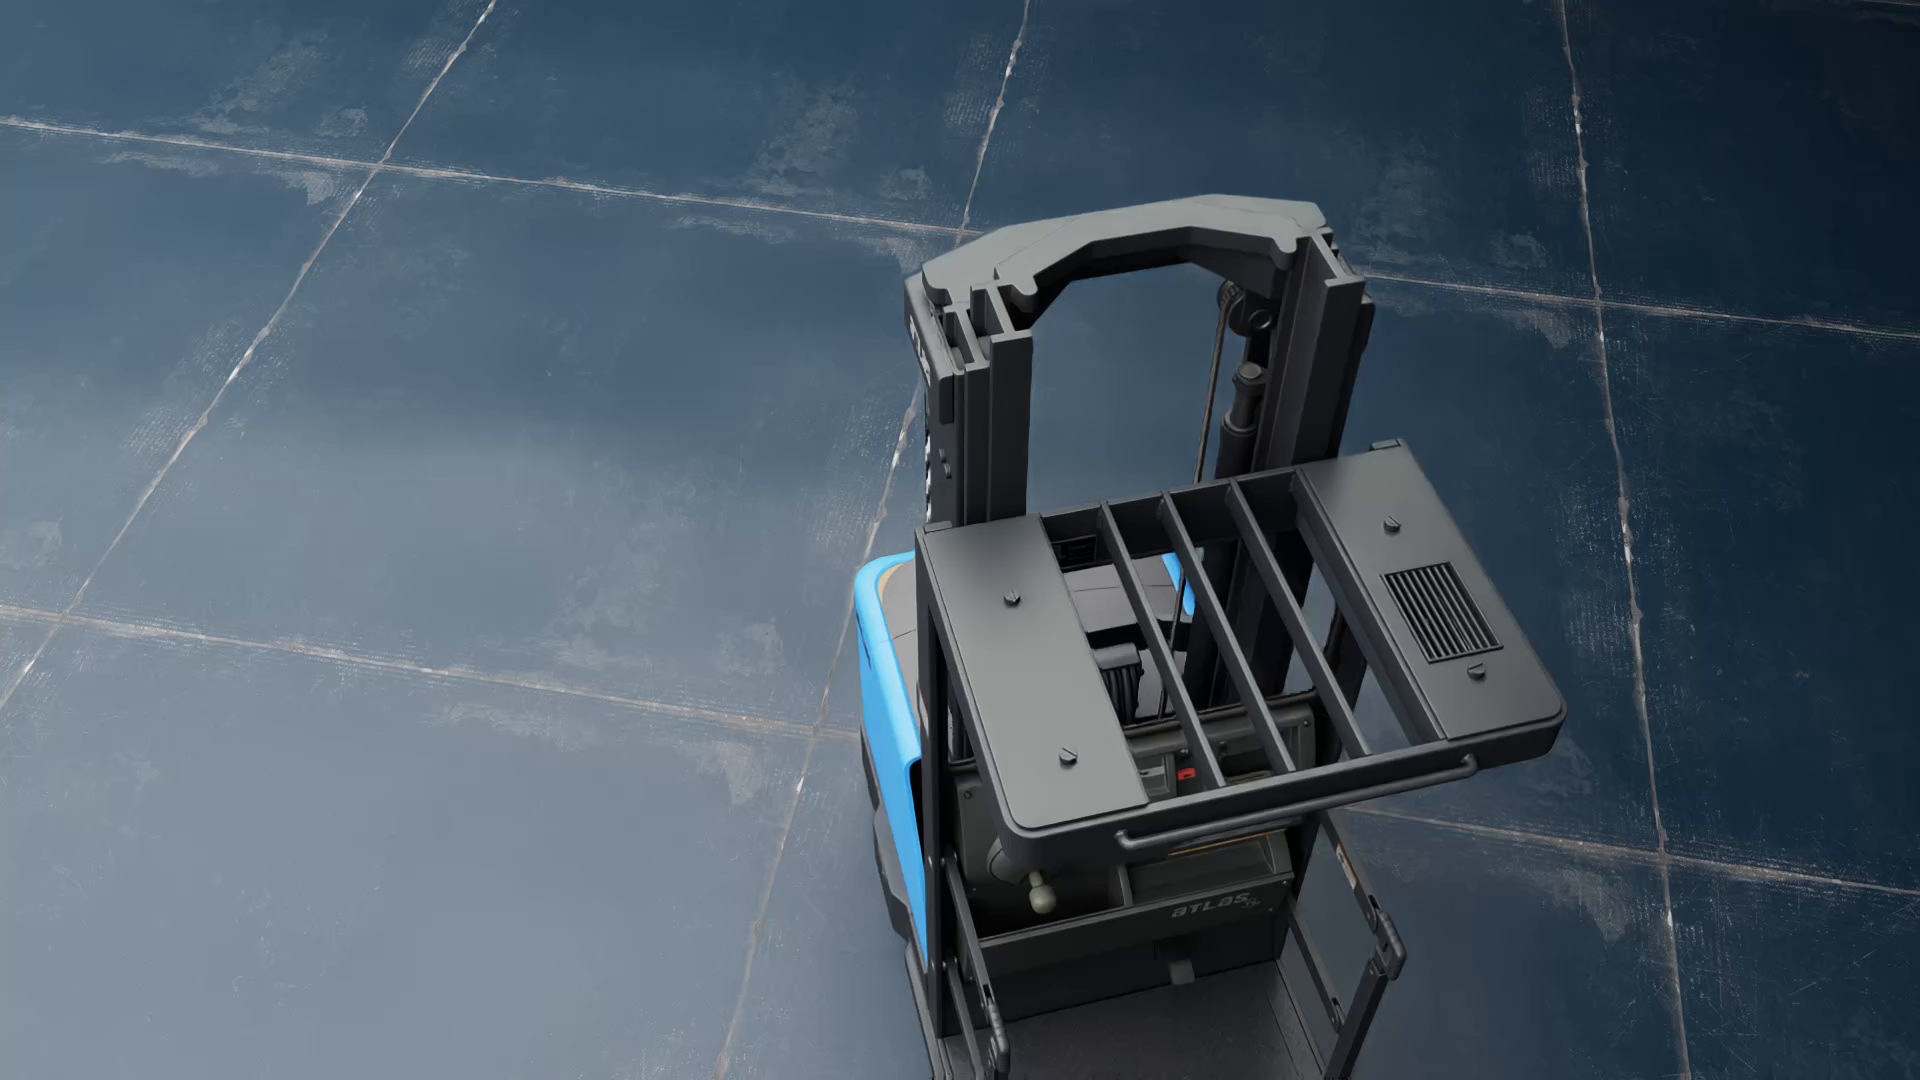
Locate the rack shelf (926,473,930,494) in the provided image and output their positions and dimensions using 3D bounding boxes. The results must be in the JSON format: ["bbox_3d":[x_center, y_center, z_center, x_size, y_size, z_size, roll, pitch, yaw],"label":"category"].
[{"bbox_3d":[-0.008,-0.280,6.413,0.200,0.077,0.258,8,49,7],"label":"rack shelf"}]

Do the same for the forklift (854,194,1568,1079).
[{"bbox_3d":[0.506,0.783,4.048,1.130,2.935,3.031,-11,49,-9],"label":"forklift"}]

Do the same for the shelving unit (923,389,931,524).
[{"bbox_3d":[-0.008,-0.302,6.388,0.210,0.900,0.258,8,49,7],"label":"shelving unit"}]

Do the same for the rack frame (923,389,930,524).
[{"bbox_3d":[-0.108,-0.315,6.400,0.006,0.900,0.240,8,49,7],"label":"rack frame"}]

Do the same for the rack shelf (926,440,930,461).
[{"bbox_3d":[-0.008,-0.400,6.279,0.200,0.077,0.258,8,49,7],"label":"rack shelf"}]

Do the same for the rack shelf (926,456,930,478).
[{"bbox_3d":[-0.008,-0.340,6.346,0.200,0.077,0.258,8,49,7],"label":"rack shelf"}]

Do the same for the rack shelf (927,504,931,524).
[{"bbox_3d":[-0.008,-0.159,6.547,0.200,0.077,0.258,8,49,7],"label":"rack shelf"}]

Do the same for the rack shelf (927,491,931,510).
[{"bbox_3d":[-0.008,-0.219,6.480,0.200,0.077,0.258,8,49,7],"label":"rack shelf"}]

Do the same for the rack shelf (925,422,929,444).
[{"bbox_3d":[-0.008,-0.460,6.212,0.200,0.077,0.258,8,49,7],"label":"rack shelf"}]
